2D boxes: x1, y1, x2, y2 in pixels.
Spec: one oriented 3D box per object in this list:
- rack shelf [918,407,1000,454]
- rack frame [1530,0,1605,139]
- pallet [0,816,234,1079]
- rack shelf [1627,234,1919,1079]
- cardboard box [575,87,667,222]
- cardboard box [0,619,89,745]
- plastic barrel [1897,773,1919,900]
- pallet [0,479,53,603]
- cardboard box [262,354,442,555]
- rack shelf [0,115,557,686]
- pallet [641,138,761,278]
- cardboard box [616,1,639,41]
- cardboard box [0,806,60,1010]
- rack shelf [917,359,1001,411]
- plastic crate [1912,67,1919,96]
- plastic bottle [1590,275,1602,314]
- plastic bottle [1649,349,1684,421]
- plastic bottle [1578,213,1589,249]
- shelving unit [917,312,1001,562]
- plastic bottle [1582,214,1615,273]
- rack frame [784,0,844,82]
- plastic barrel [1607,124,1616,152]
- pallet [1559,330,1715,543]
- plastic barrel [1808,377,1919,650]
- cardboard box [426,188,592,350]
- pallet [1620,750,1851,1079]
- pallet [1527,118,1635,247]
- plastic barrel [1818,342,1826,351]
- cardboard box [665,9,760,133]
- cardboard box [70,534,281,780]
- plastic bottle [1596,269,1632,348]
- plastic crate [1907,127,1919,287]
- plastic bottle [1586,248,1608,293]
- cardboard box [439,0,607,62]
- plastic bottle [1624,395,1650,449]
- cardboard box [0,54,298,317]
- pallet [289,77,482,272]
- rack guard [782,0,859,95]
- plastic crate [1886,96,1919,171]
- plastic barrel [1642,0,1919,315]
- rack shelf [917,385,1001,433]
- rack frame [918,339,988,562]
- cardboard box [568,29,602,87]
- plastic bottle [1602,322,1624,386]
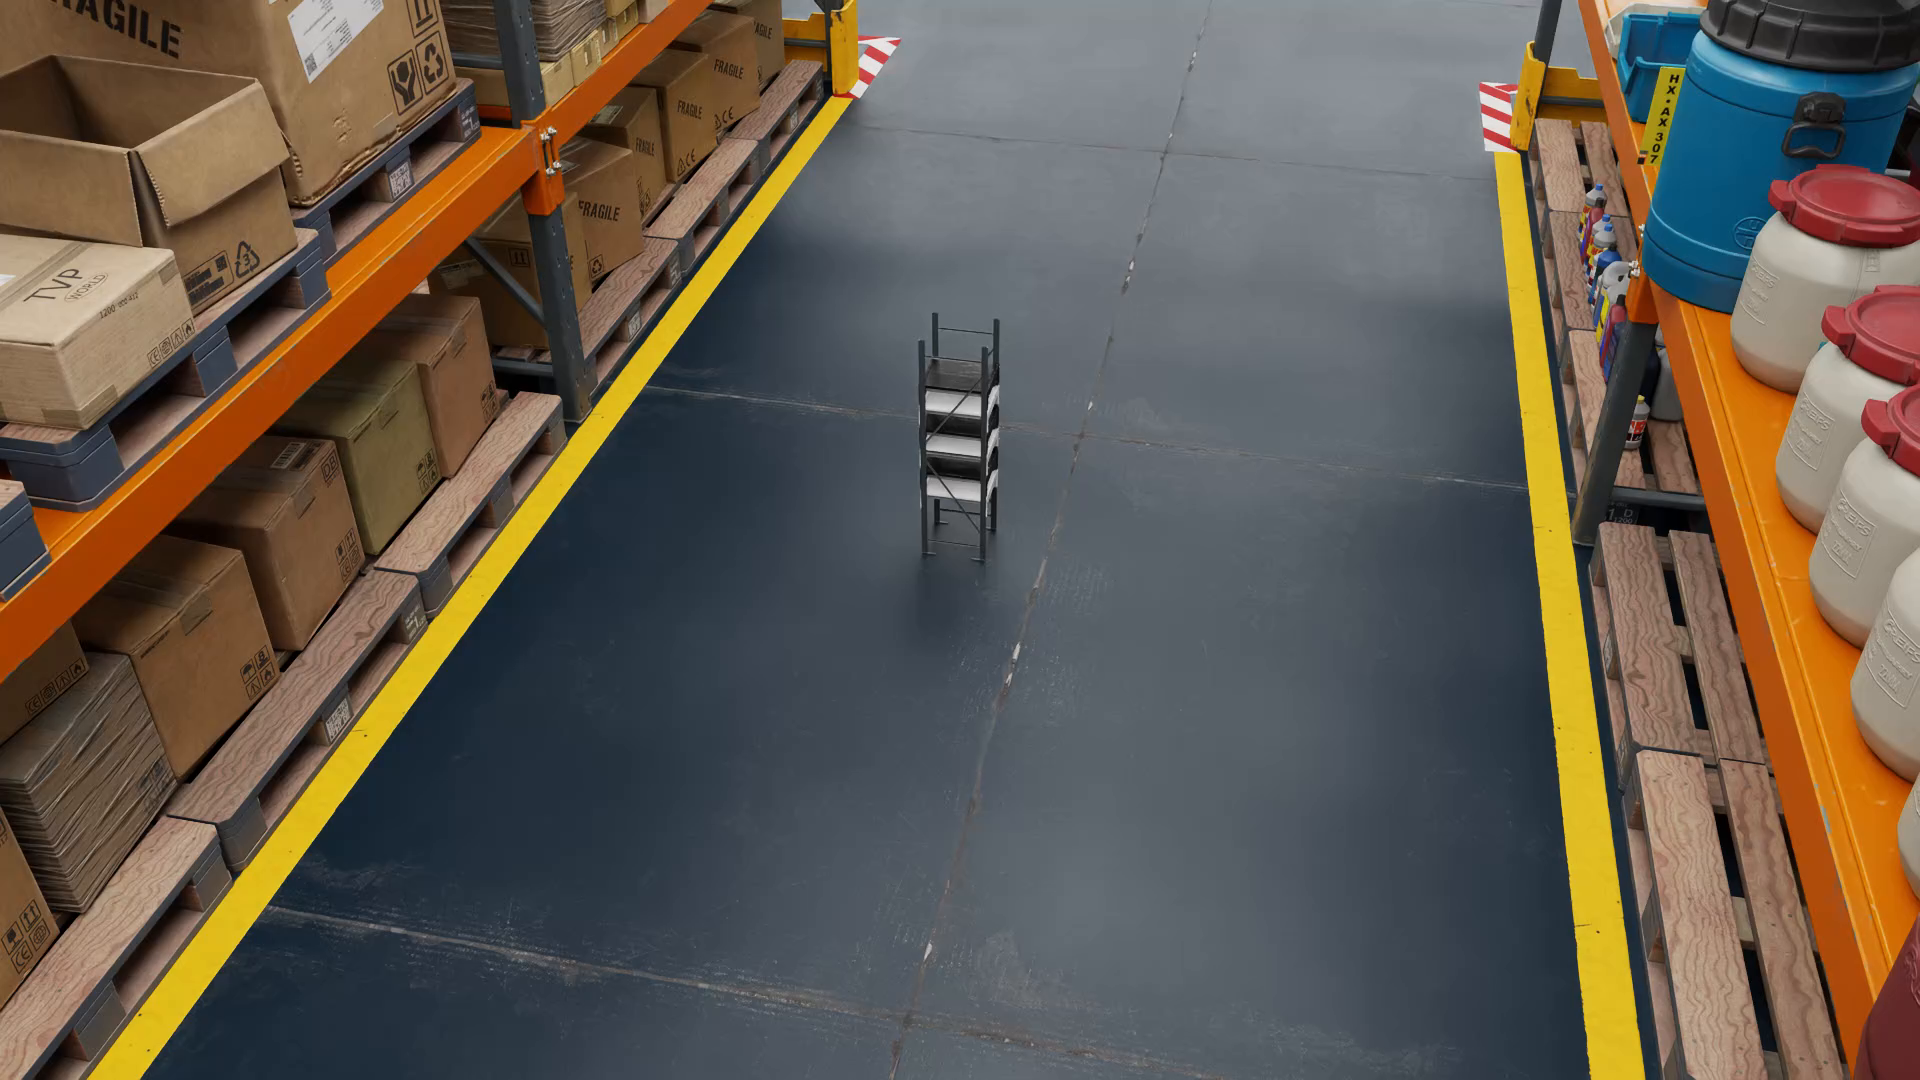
[{"bbox_3d":[-0.002,-0.406,5.946,0.258,0.077,0.200,7,37,10],"label":"rack shelf"},{"bbox_3d":[3.646,-3.458,8.465,1.000,3.000,0.127,7,37,10],"label":"rack frame"},{"bbox_3d":[-2.733,1.189,4.430,1.003,0.211,1.213,7,37,10],"label":"pallet"},{"bbox_3d":[2.364,0.273,3.930,1.077,0.370,4.000,7,37,10],"label":"rack shelf"},{"bbox_3d":[-1.752,-1.863,8.036,0.500,0.500,0.500,4,36,6],"label":"cardboard box"},{"bbox_3d":[-2.684,0.345,4.334,0.500,0.250,0.500,11,37,15],"label":"cardboard box"},{"bbox_3d":[1.948,0.467,2.955,0.421,0.512,0.421,0,36,0],"label":"plastic barrel"},{"bbox_3d":[-2.853,0.163,3.632,1.213,0.211,1.003,7,37,10],"label":"pallet"},{"bbox_3d":[-2.319,-0.331,5.906,0.700,0.500,0.500,7,37,10],"label":"cardboard box"},{"bbox_3d":[-2.474,-0.348,4.787,1.077,0.370,4.000,7,37,10],"label":"rack shelf"},{"bbox_3d":[-1.680,-1.747,8.481,1.003,0.211,1.213,7,37,10],"label":"pallet"},{"bbox_3d":[-1.571,-2.202,6.947,0.380,0.149,0.250,7,37,10],"label":"cardboard box"},{"bbox_3d":[-2.778,0.955,4.131,0.700,0.500,0.500,5,36,8],"label":"cardboard box"},{"bbox_3d":[-0.002,-0.551,5.841,0.258,0.077,0.200,7,37,10],"label":"rack shelf"},{"bbox_3d":[3.357,-1.822,6.388,0.450,0.188,0.662,7,37,10],"label":"plastic crate"},{"bbox_3d":[2.795,-1.074,7.186,0.097,0.201,0.097,0,36,0],"label":"plastic bottle"},{"bbox_3d":[2.788,-0.657,6.483,0.144,0.351,0.185,7,37,10],"label":"plastic bottle"},{"bbox_3d":[2.932,-1.443,7.695,0.097,0.201,0.097,0,36,0],"label":"plastic bottle"},{"bbox_3d":[-0.002,-0.360,5.980,0.258,0.900,0.210,7,37,10],"label":"shelving unit"},{"bbox_3d":[2.881,-1.334,7.485,0.097,0.271,0.097,0,36,0],"label":"plastic bottle"},{"bbox_3d":[-1.193,-4.079,9.322,1.000,3.000,0.127,7,37,10],"label":"rack frame"},{"bbox_3d":[3.580,-2.234,8.538,0.421,0.512,0.421,0,36,0],"label":"plastic barrel"},{"bbox_3d":[2.976,-0.415,6.643,1.003,0.211,1.213,7,37,10],"label":"pallet"},{"bbox_3d":[2.124,-0.030,3.620,0.433,0.535,0.433,0,36,0],"label":"plastic barrel"},{"bbox_3d":[-1.923,-1.168,7.077,0.500,0.500,0.500,6,36,9],"label":"cardboard box"},{"bbox_3d":[2.403,1.121,4.523,1.003,0.211,1.213,7,37,10],"label":"pallet"},{"bbox_3d":[3.497,-1.814,8.573,1.003,0.211,1.213,7,37,10],"label":"pallet"},{"bbox_3d":[2.359,-0.369,4.321,0.301,0.262,0.301,0,36,0],"label":"plastic barrel"},{"bbox_3d":[-1.437,-2.534,8.962,0.500,0.500,0.500,17,39,22],"label":"cardboard box"},{"bbox_3d":[-2.557,0.310,5.022,0.700,0.500,0.500,10,37,14],"label":"cardboard box"},{"bbox_3d":[2.758,-0.971,6.916,0.144,0.351,0.185,7,37,10],"label":"plastic bottle"},{"bbox_3d":[2.987,-0.875,4.846,0.402,0.464,0.583,7,37,10],"label":"plastic crate"},{"bbox_3d":[2.839,-1.192,7.348,0.097,0.201,0.097,0,36,0],"label":"plastic bottle"},{"bbox_3d":[-1.891,-2.197,6.386,0.875,0.500,0.500,7,37,10],"label":"cardboard box"},{"bbox_3d":[2.565,-0.457,6.334,0.097,0.201,0.097,0,36,0],"label":"plastic bottle"},{"bbox_3d":[-2.327,-0.992,4.617,0.797,0.503,0.637,11,37,15],"label":"cardboard box"},{"bbox_3d":[-2.352,-1.288,5.634,1.003,0.211,1.213,7,37,10],"label":"pallet"},{"bbox_3d":[-1.209,-3.023,9.995,1.175,0.500,0.348,7,37,10],"label":"rack guard"},{"bbox_3d":[3.028,-1.424,5.711,0.767,0.338,0.504,7,37,10],"label":"plastic crate"},{"bbox_3d":[2.413,-1.184,4.901,0.600,0.901,0.708,7,37,10],"label":"plastic barrel"},{"bbox_3d":[-0.002,-0.478,5.893,0.258,0.077,0.200,7,37,10],"label":"rack shelf"},{"bbox_3d":[-0.023,-0.301,5.899,0.240,0.900,0.006,7,37,10],"label":"rack frame"},{"bbox_3d":[-1.641,-1.911,6.545,0.380,0.149,0.250,7,37,10],"label":"cardboard box"},{"bbox_3d":[2.689,-0.786,6.660,0.144,0.351,0.185,6,36,8],"label":"plastic bottle"}]
